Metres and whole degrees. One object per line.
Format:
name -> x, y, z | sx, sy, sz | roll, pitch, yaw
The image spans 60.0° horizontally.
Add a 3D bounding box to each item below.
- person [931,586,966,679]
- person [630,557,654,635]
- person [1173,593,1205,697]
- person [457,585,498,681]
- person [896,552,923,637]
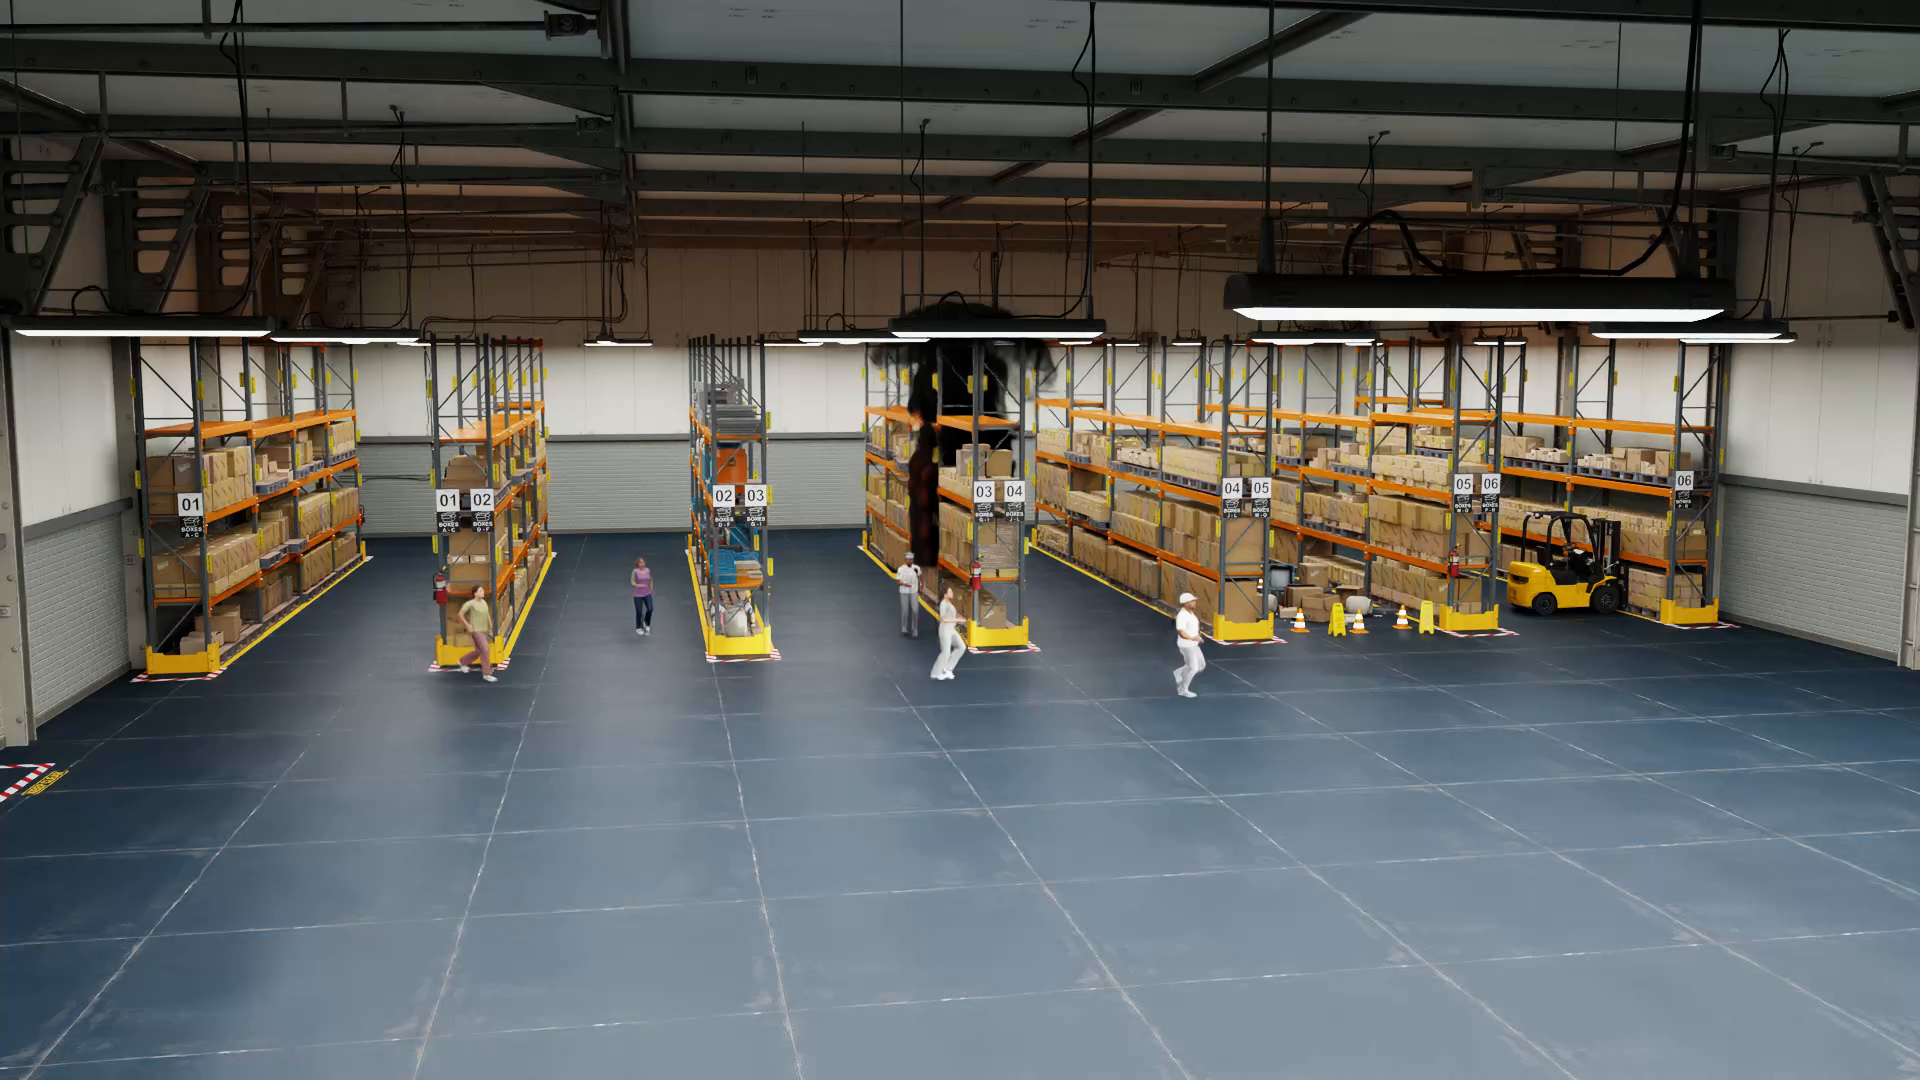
person -> -0.182, 1.607, 28.785 | 0.662, 1.652, 0.533 | 2, 7, 16
person -> -6.331, 1.123, 33.229 | 0.510, 1.578, 0.644 | -3, 7, -25
person -> 3.783, 1.730, 27.463 | 0.582, 1.723, 0.700 | 2, 7, 20
person -> -8.410, 1.602, 28.932 | 0.877, 1.678, 0.599 | 2, 7, 21
person -> -0.996, 1.103, 33.260 | 0.589, 1.748, 0.723 | -1, 7, -12
